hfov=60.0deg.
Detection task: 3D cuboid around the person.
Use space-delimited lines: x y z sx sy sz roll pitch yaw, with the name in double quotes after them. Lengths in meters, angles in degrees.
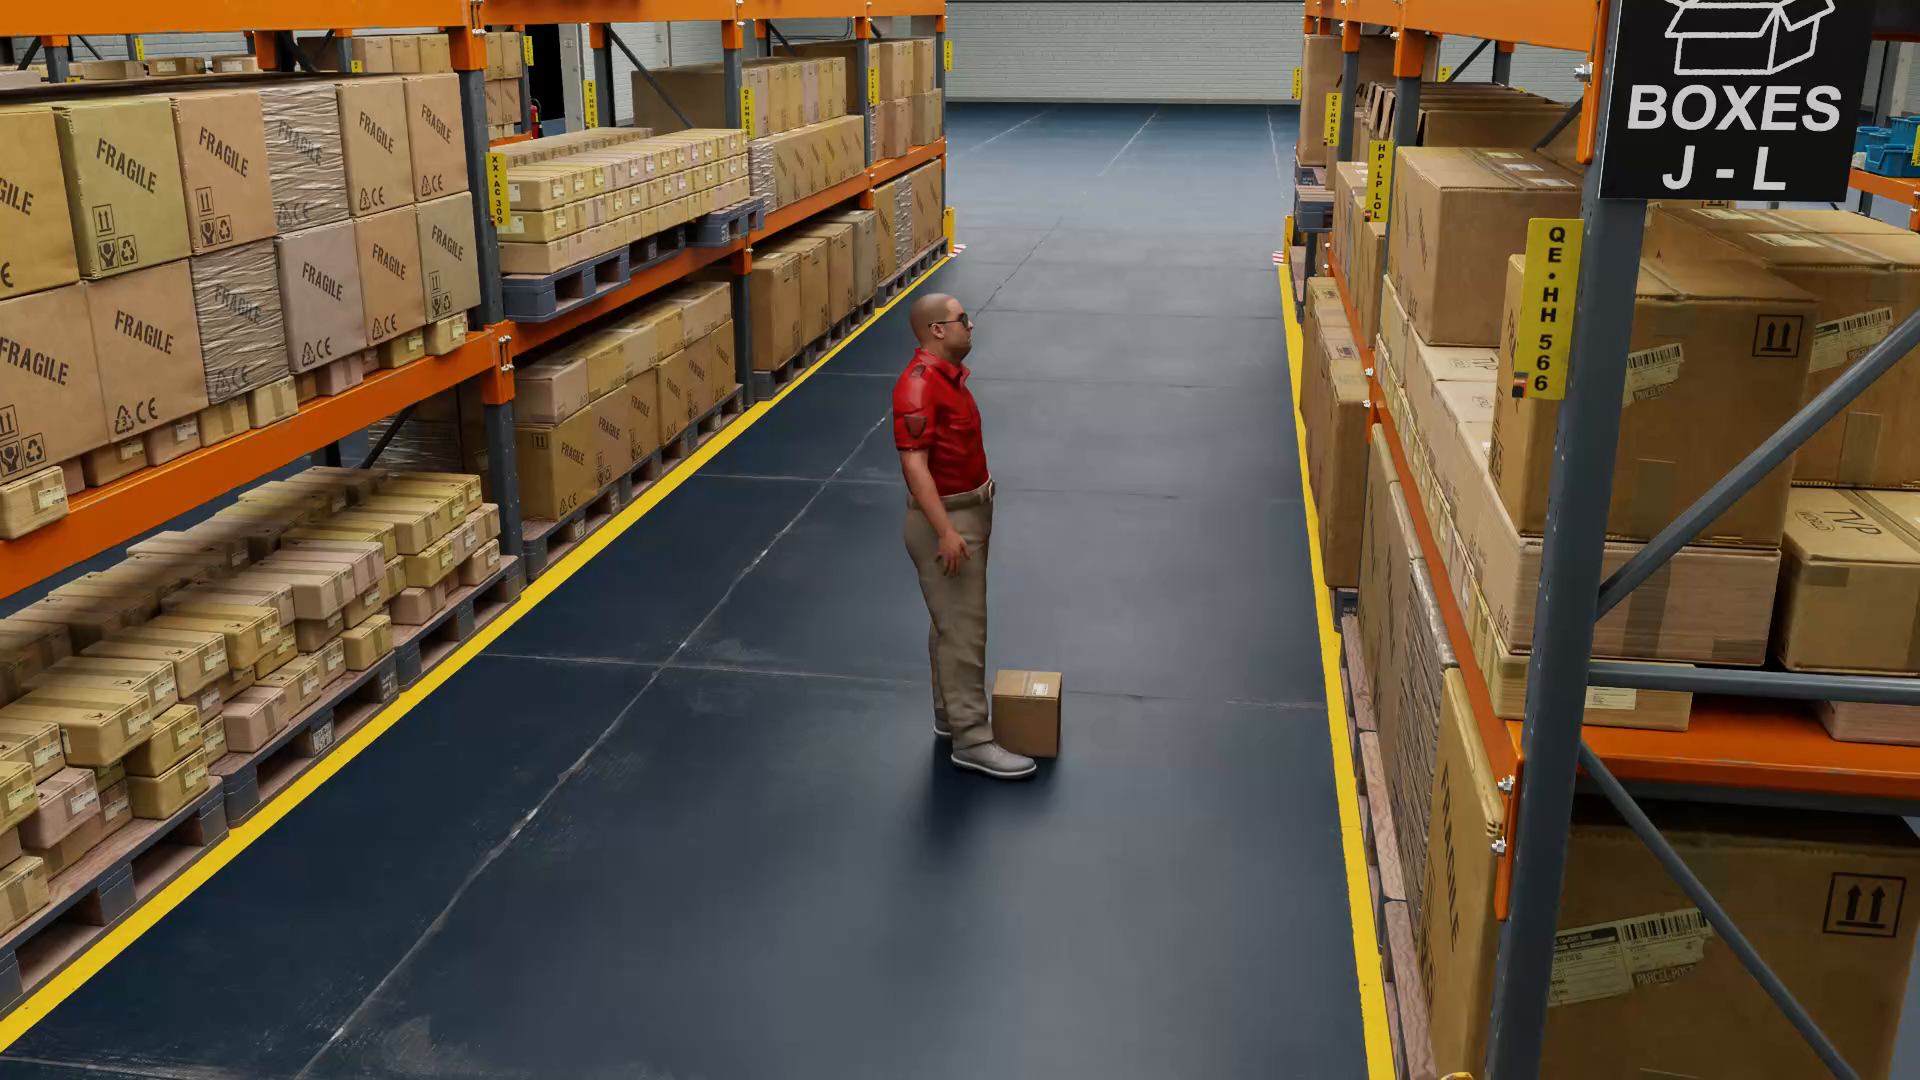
0.053 -0.043 6.184 0.550 1.728 0.642 3 18 9 "person"
